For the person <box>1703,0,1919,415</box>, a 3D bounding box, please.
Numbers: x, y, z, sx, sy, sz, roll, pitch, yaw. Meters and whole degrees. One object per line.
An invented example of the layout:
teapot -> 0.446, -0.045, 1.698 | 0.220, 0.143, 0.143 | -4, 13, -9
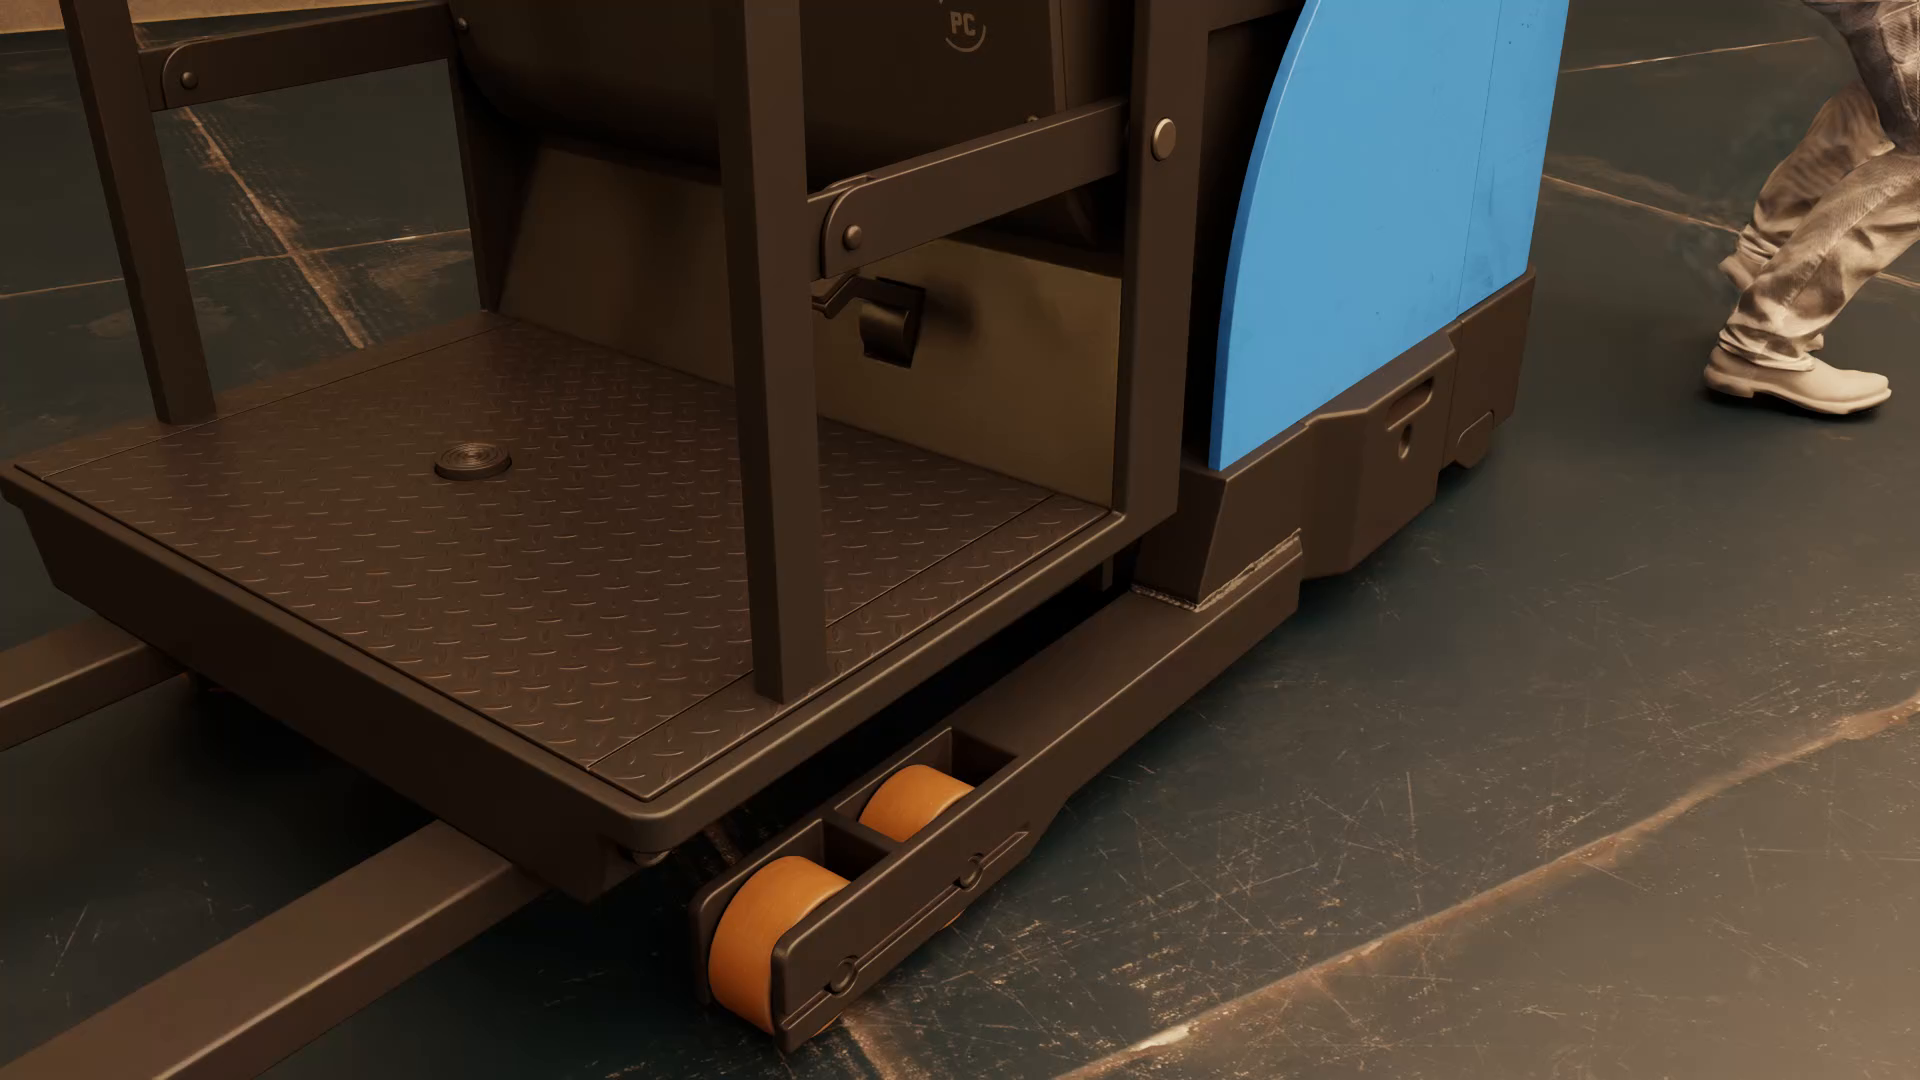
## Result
person -> 1.511, -1.045, 2.706 | 0.758, 1.727, 0.741 | -2, 27, -3

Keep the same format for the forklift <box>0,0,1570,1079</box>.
forklift -> -0.375, -1.090, 1.409 | 1.130, 2.935, 3.031 | 19, 33, 33
